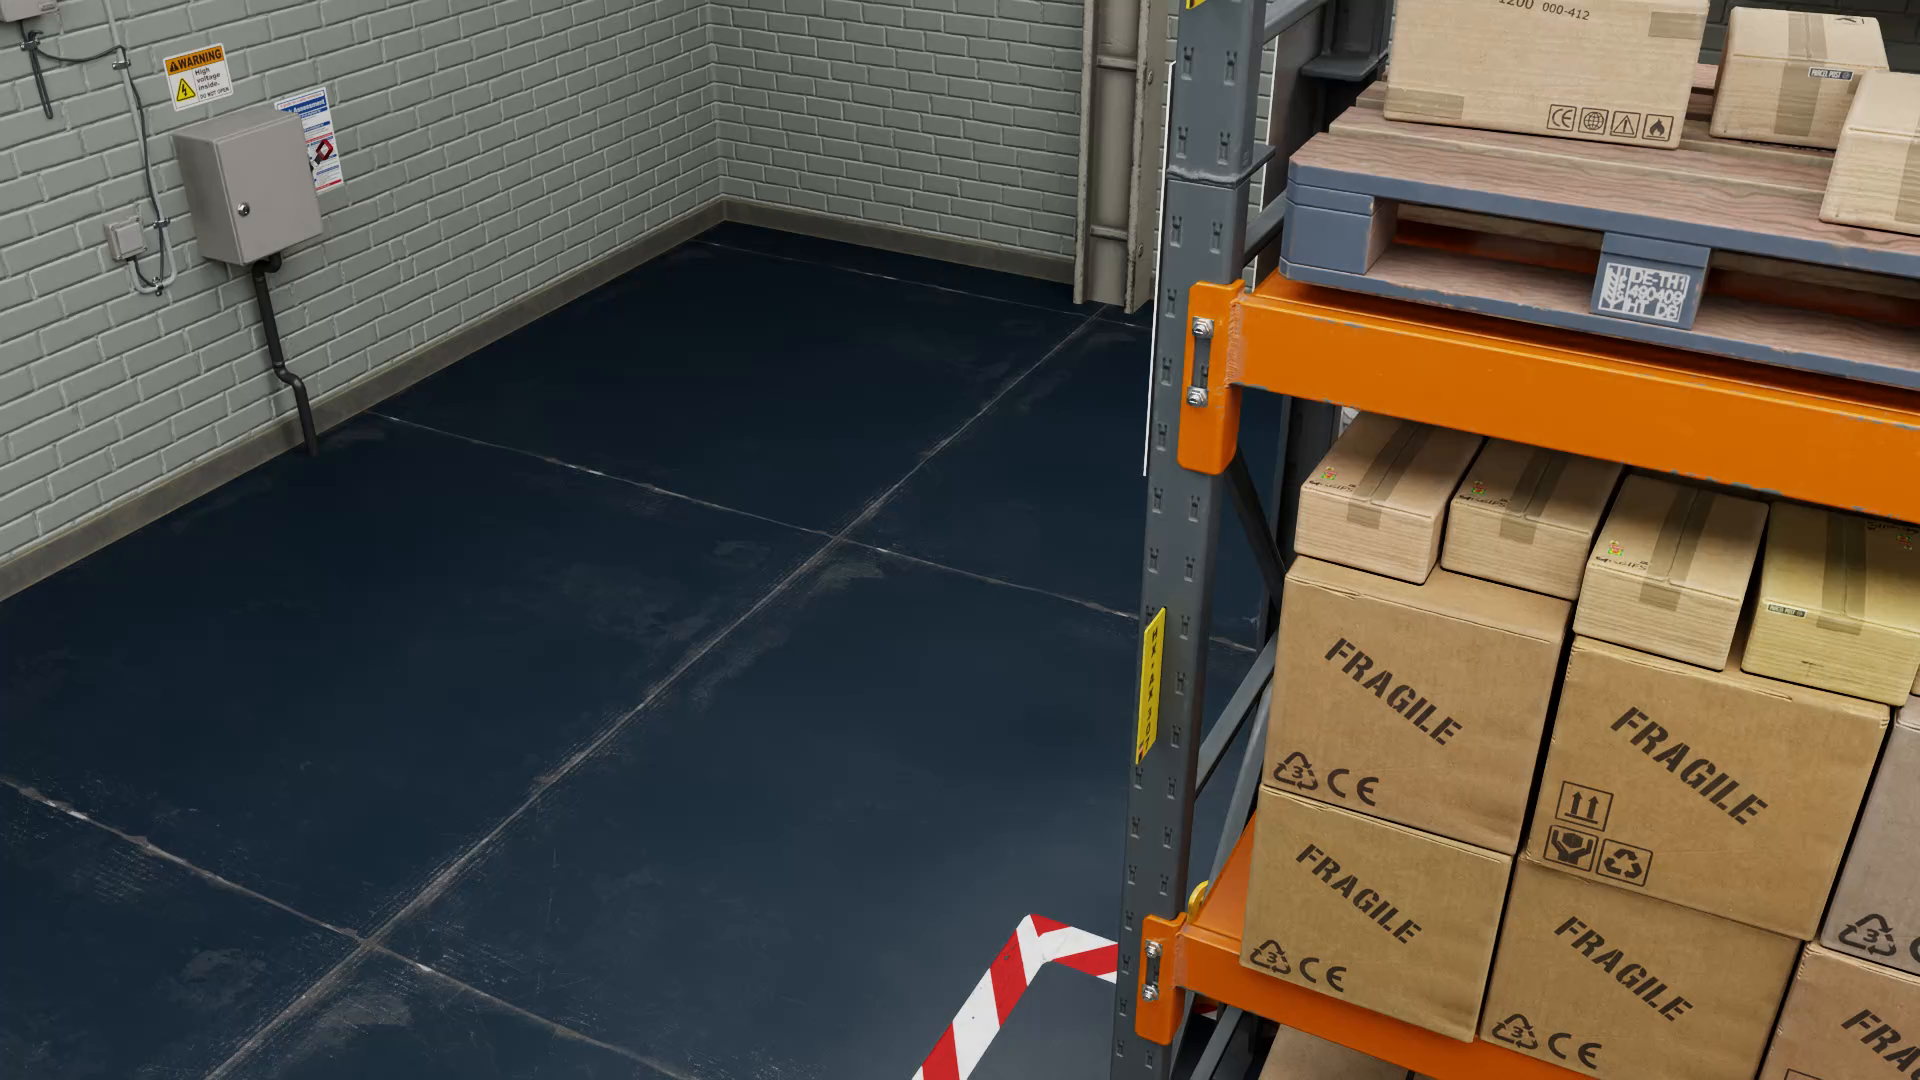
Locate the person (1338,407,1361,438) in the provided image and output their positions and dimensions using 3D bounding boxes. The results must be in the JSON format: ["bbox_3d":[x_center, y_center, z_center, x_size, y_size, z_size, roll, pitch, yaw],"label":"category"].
[{"bbox_3d":[1.589,-0.162,6.423,0.438,1.661,0.340,15,34,24],"label":"person"}]
